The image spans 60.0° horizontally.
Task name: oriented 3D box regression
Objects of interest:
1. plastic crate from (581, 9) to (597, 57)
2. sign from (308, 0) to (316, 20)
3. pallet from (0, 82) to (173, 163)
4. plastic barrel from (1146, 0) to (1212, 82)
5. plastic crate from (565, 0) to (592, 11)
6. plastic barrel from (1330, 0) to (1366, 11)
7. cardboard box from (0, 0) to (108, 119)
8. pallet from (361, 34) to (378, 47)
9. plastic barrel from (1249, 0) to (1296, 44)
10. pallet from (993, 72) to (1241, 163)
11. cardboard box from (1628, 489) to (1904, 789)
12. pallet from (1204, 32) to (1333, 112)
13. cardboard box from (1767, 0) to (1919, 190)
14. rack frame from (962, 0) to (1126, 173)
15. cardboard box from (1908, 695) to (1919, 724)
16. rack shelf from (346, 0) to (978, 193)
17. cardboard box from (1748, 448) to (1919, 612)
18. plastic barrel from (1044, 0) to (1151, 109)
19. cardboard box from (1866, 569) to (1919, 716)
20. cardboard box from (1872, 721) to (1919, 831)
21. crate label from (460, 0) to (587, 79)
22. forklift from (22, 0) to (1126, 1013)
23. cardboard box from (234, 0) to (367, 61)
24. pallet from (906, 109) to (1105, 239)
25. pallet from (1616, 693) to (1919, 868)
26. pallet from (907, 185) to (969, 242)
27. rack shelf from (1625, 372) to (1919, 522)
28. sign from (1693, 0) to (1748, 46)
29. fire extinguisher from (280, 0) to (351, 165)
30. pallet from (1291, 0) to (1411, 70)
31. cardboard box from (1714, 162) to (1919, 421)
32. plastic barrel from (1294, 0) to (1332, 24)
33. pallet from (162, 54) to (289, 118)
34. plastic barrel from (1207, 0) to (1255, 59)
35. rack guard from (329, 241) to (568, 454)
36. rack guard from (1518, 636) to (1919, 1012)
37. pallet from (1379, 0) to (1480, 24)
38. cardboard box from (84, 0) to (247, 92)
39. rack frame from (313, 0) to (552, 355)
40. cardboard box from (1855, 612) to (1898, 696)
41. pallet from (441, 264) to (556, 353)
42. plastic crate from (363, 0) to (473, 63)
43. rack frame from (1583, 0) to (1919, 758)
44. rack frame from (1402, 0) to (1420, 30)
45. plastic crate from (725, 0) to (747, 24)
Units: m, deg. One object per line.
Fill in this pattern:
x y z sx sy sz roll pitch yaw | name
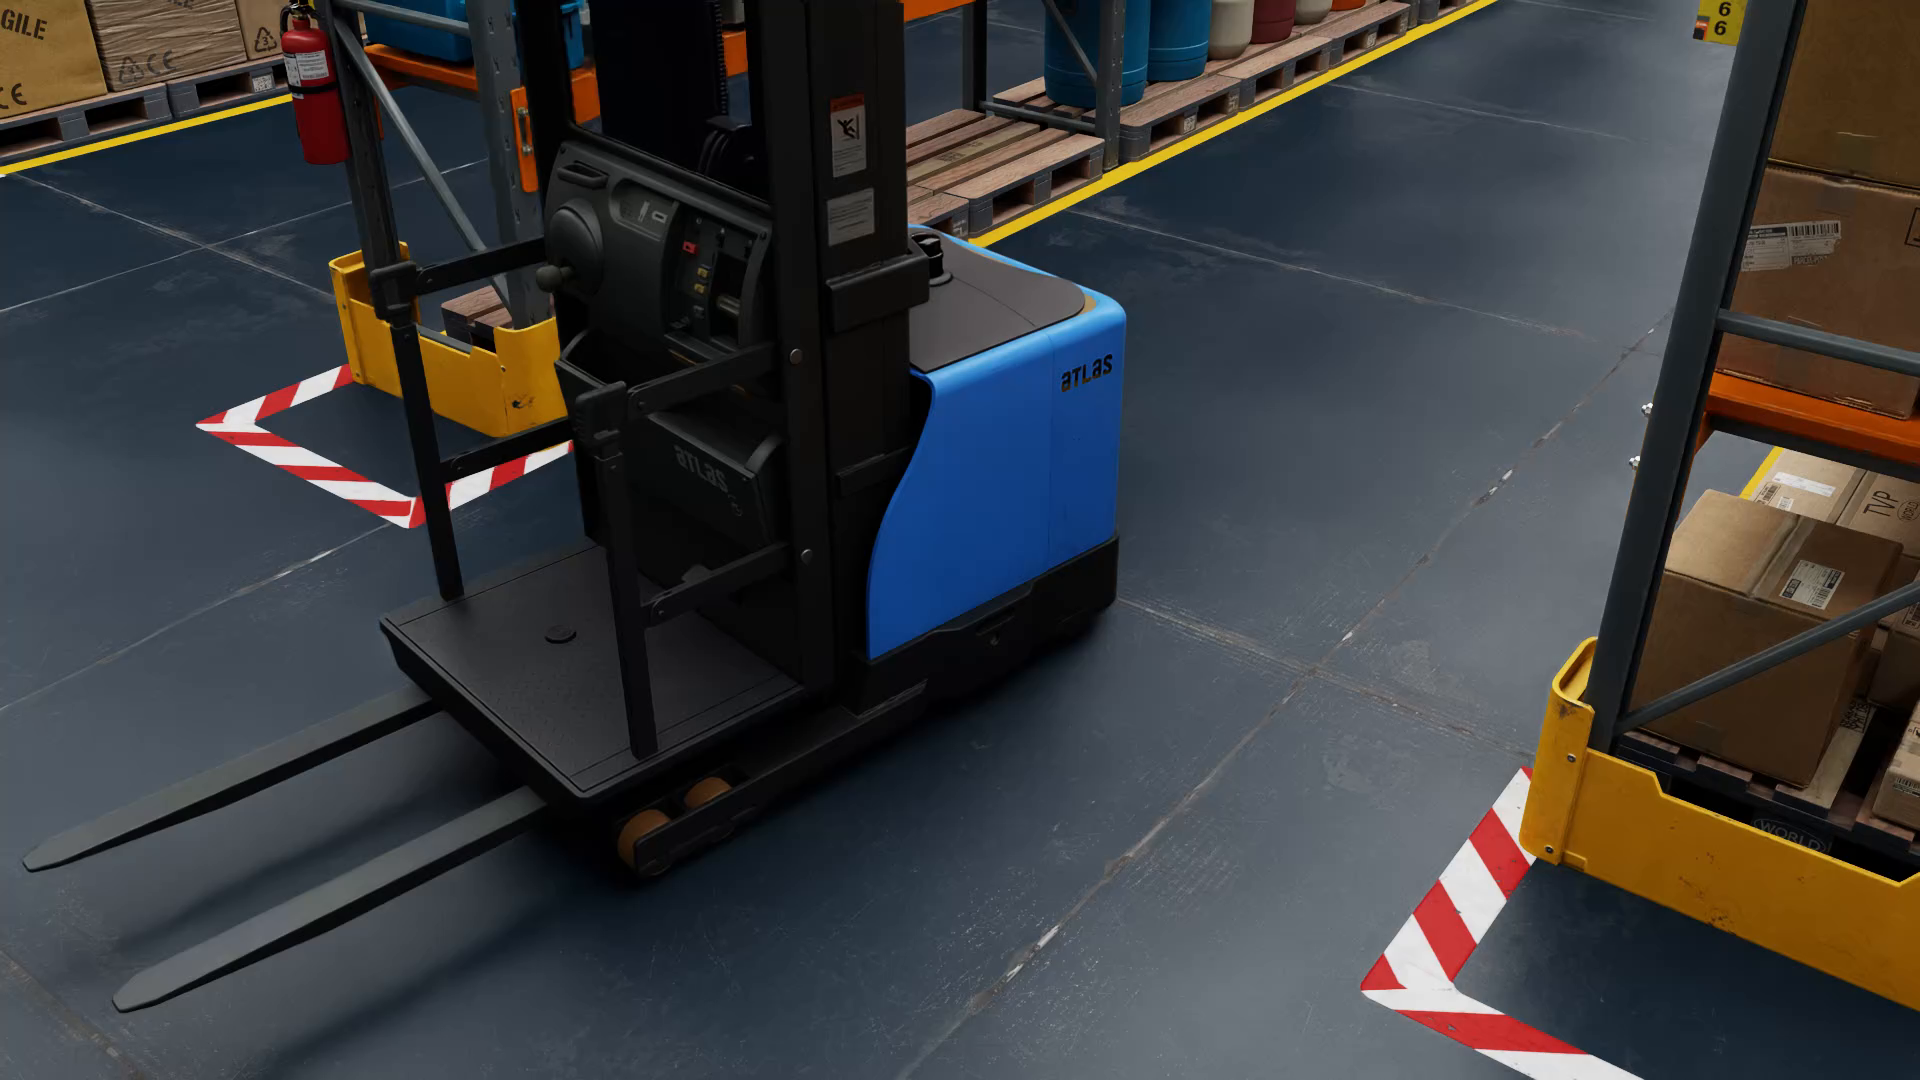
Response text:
-1.299 -1.884 6.187 0.250 0.136 0.298 21 37 31 | plastic crate
-2.418 -2.101 6.192 0.100 0.325 0.005 21 37 31 | sign
-5.498 -2.541 9.831 1.003 0.211 1.213 21 37 31 | pallet
1.214 -3.275 9.981 0.600 0.901 0.708 21 37 31 | plastic barrel
-1.622 -2.167 6.665 0.396 0.136 0.243 21 37 31 | plastic crate
2.577 -4.162 11.548 0.600 0.830 0.708 21 37 31 | plastic barrel
-5.596 -2.943 9.446 0.875 0.875 0.875 21 37 31 | cardboard box
-4.026 -3.533 11.505 1.003 0.211 1.213 21 37 31 | pallet
1.896 -3.600 10.835 0.600 0.588 0.708 21 37 31 | plastic barrel
0.944 -2.595 9.921 1.003 0.211 1.213 21 37 31 | pallet
2.109 0.248 4.410 0.500 0.500 0.500 21 37 31 | cardboard box
1.680 -3.093 10.762 1.003 0.211 1.213 21 37 31 | pallet
2.026 -1.080 3.552 0.500 0.500 0.500 21 36 31 | cardboard box
0.445 -3.494 8.703 1.000 3.000 0.127 21 37 31 | rack frame
2.655 0.522 4.275 0.380 0.166 0.250 21 37 31 | cardboard box
-0.763 -2.371 7.514 1.077 0.370 4.000 21 37 31 | rack shelf
2.706 -0.022 5.110 0.500 0.250 0.500 21 37 31 | cardboard box
0.787 -2.987 9.495 0.600 0.901 0.708 21 37 31 | plastic barrel
2.833 0.315 4.542 0.500 0.250 0.500 21 37 31 | cardboard box
2.504 0.631 4.108 0.380 0.149 0.250 21 37 31 | cardboard box
-1.558 -1.821 5.985 0.416 0.233 0.303 21 37 31 | crate label
-0.927 -0.696 4.050 3.031 2.935 1.130 -25 39 -36 | forklift
-4.510 -3.675 10.681 0.875 0.875 0.875 21 37 31 | cardboard box
0.032 -1.983 8.889 1.003 0.211 1.213 21 37 31 | pallet
2.503 0.503 4.695 1.003 0.211 1.213 21 37 31 | pallet
-0.704 -1.485 8.049 1.003 0.211 1.213 21 37 31 | pallet
3.184 -0.845 4.940 1.077 0.370 4.000 21 37 31 | rack shelf
1.546 -1.155 3.311 0.100 0.325 0.005 21 37 31 | sign
-2.423 -1.753 6.207 0.296 0.674 0.183 21 37 31 | fire extinguisher
2.416 -3.587 11.595 1.003 0.211 1.213 21 37 31 | pallet
2.030 -0.651 3.808 0.500 0.500 0.500 22 37 33 | cardboard box
2.308 -3.769 11.195 0.421 0.512 0.421 0 31 0 | plastic barrel
-4.762 -3.035 10.664 1.003 0.211 1.213 21 37 31 | pallet
1.626 -3.310 10.421 0.421 0.512 0.421 0 31 0 | plastic barrel
-1.974 -0.779 6.573 1.175 0.500 0.348 21 37 31 | rack guard
2.023 0.703 4.074 1.175 0.500 0.348 21 37 31 | rack guard
3.358 -4.223 12.668 1.003 0.211 1.213 21 37 31 | pallet
-5.047 -3.313 10.071 0.875 0.875 0.875 21 37 31 | cardboard box
-1.970 -1.868 5.959 1.000 3.000 0.127 21 37 31 | rack frame
2.425 0.254 4.727 0.380 0.166 0.250 21 37 31 | cardboard box
-1.441 -0.991 7.216 1.003 0.211 1.213 21 37 31 | pallet
-1.917 -2.102 6.262 0.616 0.435 0.499 21 37 31 | plastic crate
1.977 -0.342 3.384 1.000 3.000 0.127 21 37 31 | rack frame
2.859 -5.119 11.446 1.000 3.000 0.127 21 37 31 | rack frame
-0.889 -2.160 6.652 0.250 0.136 0.298 21 37 31 | plastic crate
